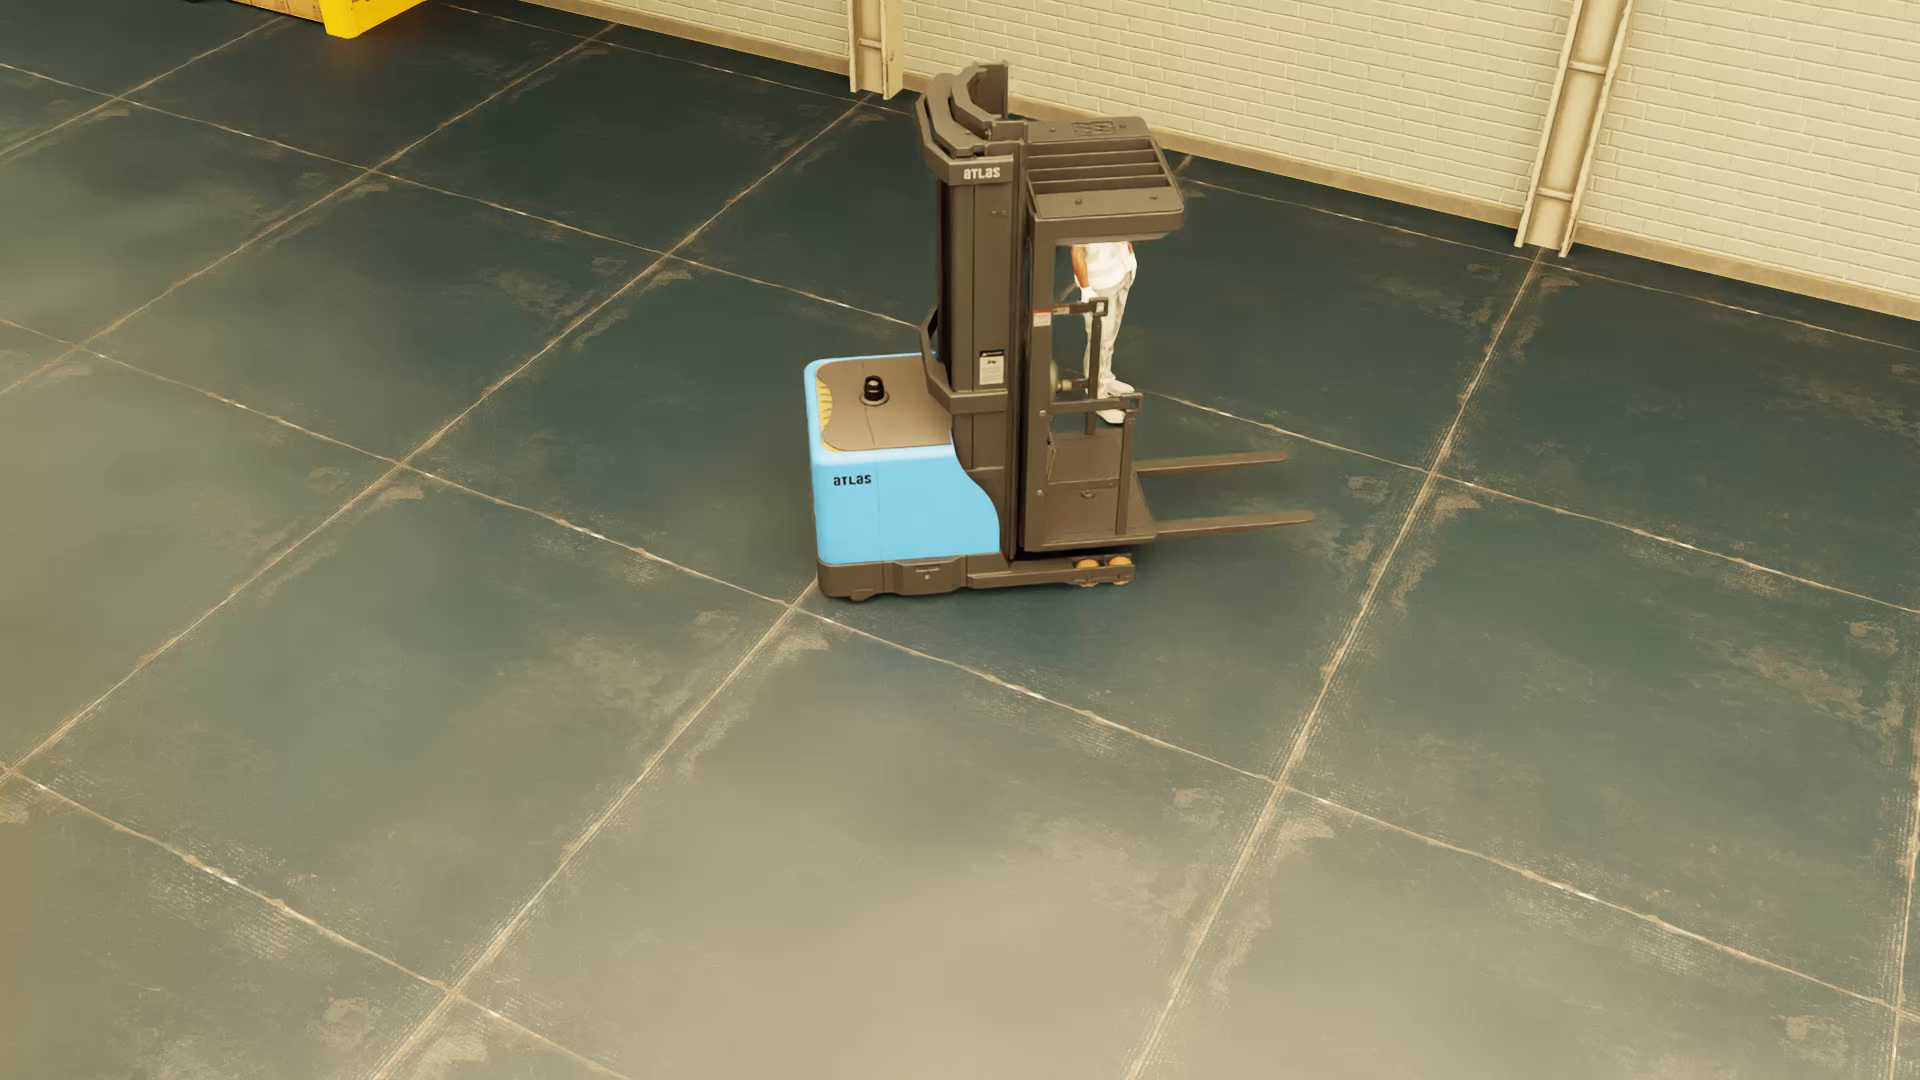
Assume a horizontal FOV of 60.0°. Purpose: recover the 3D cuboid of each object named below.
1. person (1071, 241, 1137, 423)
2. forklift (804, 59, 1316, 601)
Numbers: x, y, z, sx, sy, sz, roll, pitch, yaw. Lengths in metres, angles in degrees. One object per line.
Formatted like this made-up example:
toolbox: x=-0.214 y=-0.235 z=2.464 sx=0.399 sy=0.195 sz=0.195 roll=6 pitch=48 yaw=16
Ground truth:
person: x=1.013 y=-1.692 z=10.882 sx=0.569 sy=1.780 sz=0.658 roll=21 pitch=45 yaw=24
forklift: x=0.617 y=-1.177 z=9.383 sx=3.031 sy=2.935 sz=1.130 roll=-4 pitch=40 yaw=-5
